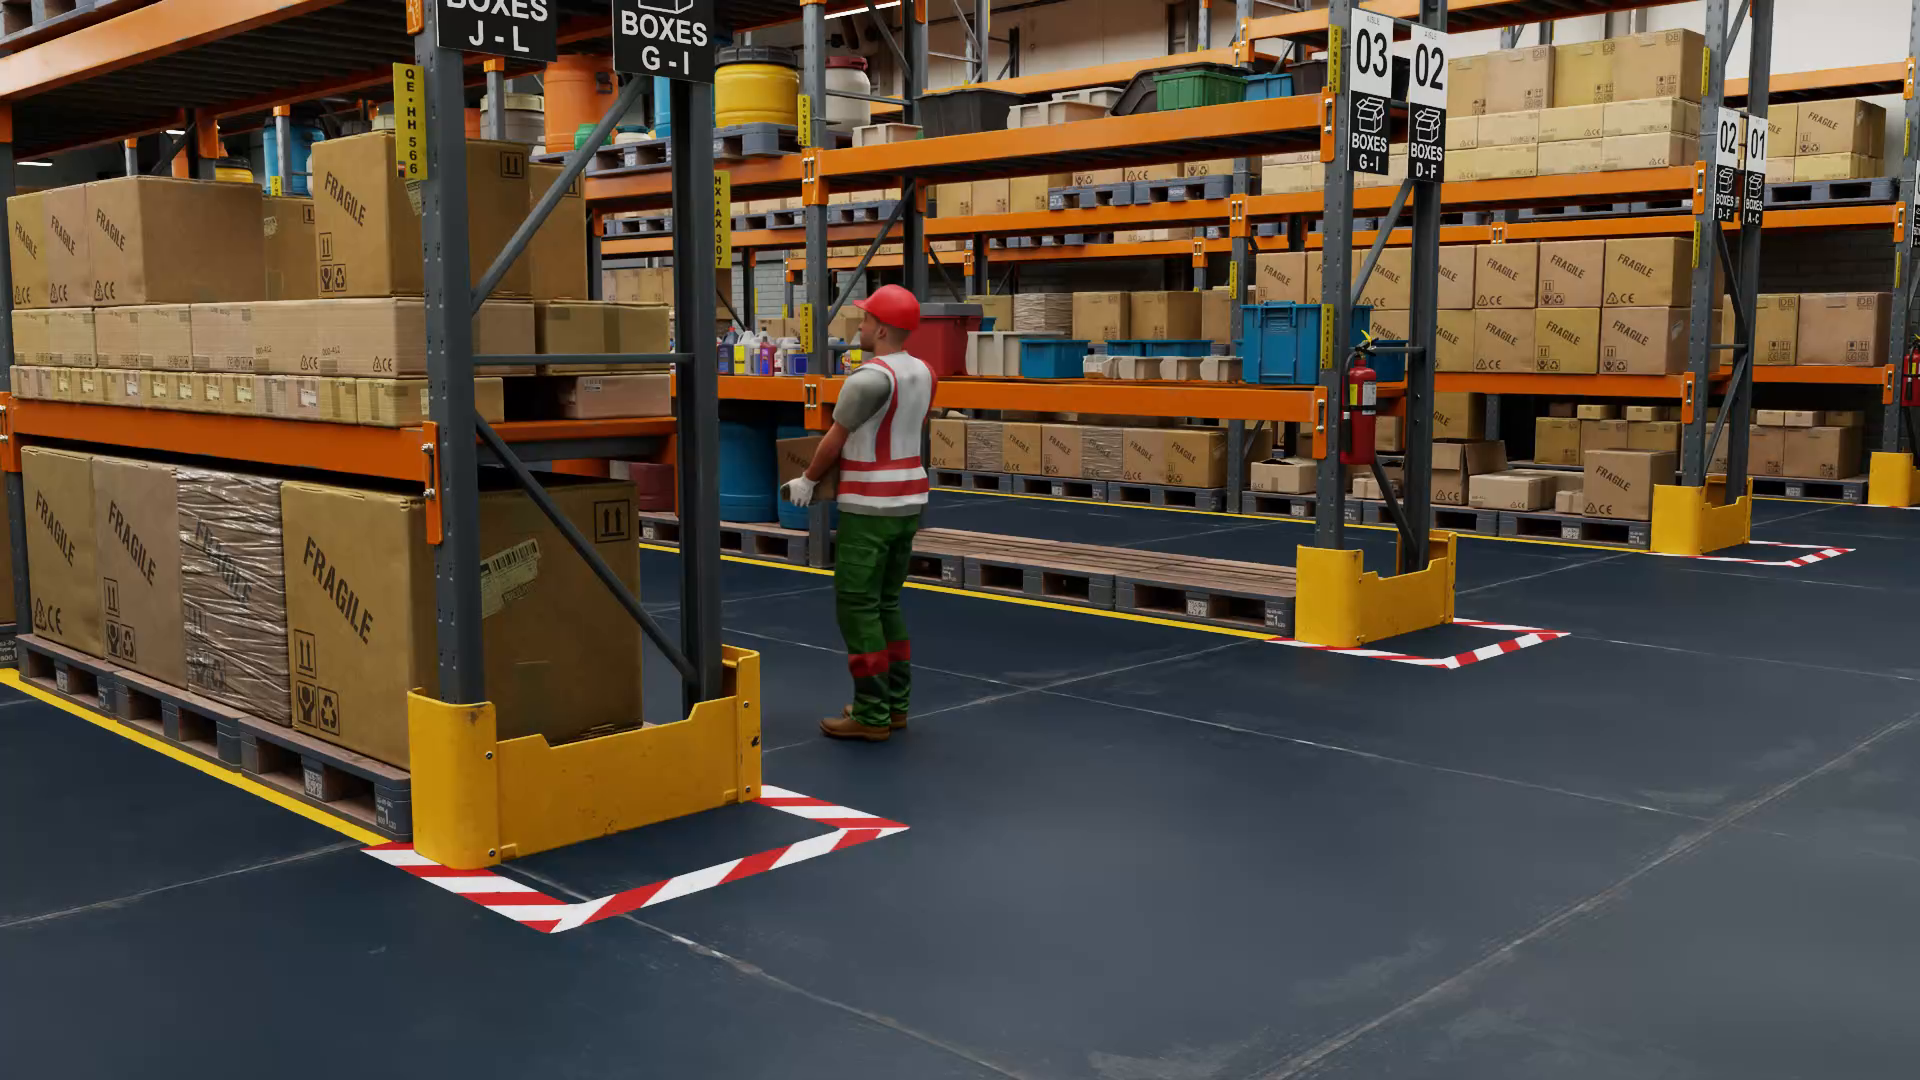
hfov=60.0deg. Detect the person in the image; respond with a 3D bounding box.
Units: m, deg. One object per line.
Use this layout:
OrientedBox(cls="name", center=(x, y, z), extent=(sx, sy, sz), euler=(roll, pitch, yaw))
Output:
OrientedBox(cls="person", center=(-0.410, -0.114, 6.616), extent=(0.573, 1.782, 0.494), euler=(4, 8, 29))
